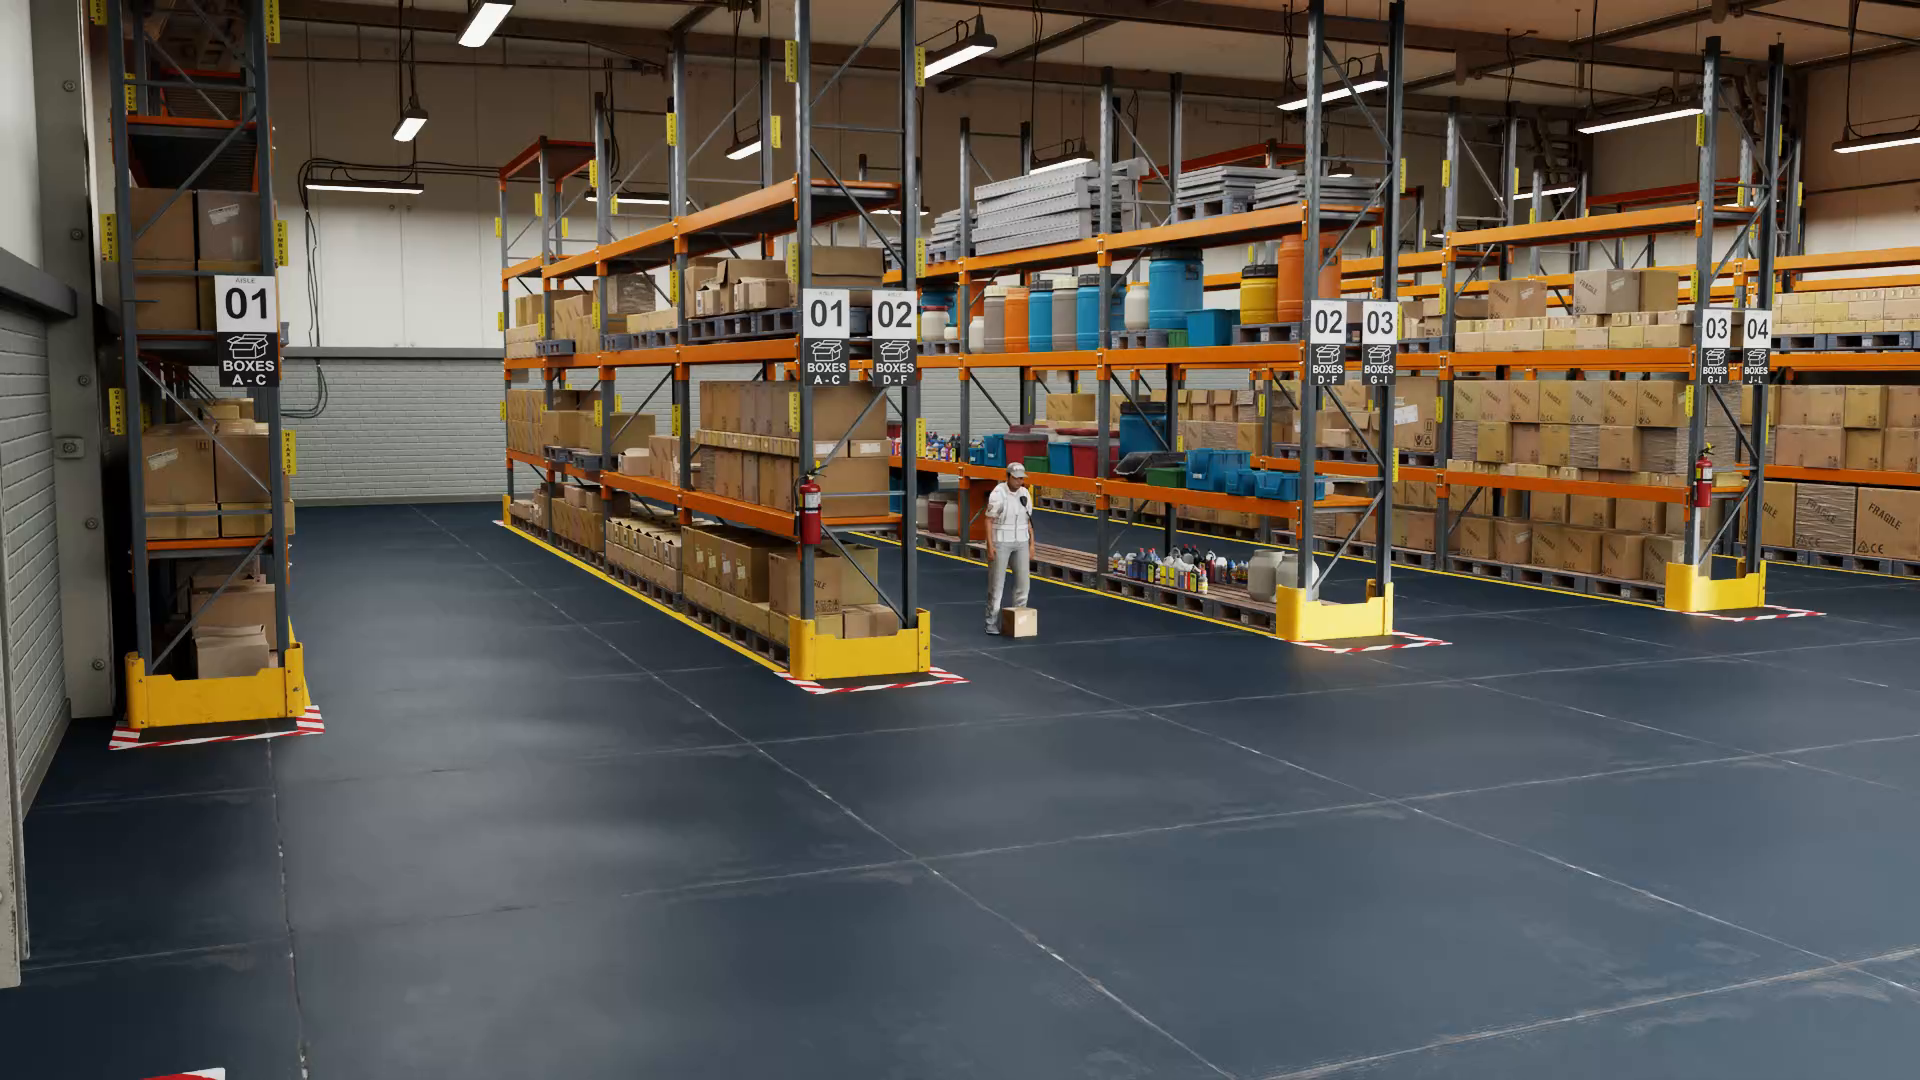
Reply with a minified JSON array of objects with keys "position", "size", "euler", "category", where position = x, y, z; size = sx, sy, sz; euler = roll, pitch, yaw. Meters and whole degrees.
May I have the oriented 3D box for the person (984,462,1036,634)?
[{"position":[0.485,0.069,16.252],"size":[0.557,1.667,0.468],"euler":[-3,6,-26],"category":"person"}]
